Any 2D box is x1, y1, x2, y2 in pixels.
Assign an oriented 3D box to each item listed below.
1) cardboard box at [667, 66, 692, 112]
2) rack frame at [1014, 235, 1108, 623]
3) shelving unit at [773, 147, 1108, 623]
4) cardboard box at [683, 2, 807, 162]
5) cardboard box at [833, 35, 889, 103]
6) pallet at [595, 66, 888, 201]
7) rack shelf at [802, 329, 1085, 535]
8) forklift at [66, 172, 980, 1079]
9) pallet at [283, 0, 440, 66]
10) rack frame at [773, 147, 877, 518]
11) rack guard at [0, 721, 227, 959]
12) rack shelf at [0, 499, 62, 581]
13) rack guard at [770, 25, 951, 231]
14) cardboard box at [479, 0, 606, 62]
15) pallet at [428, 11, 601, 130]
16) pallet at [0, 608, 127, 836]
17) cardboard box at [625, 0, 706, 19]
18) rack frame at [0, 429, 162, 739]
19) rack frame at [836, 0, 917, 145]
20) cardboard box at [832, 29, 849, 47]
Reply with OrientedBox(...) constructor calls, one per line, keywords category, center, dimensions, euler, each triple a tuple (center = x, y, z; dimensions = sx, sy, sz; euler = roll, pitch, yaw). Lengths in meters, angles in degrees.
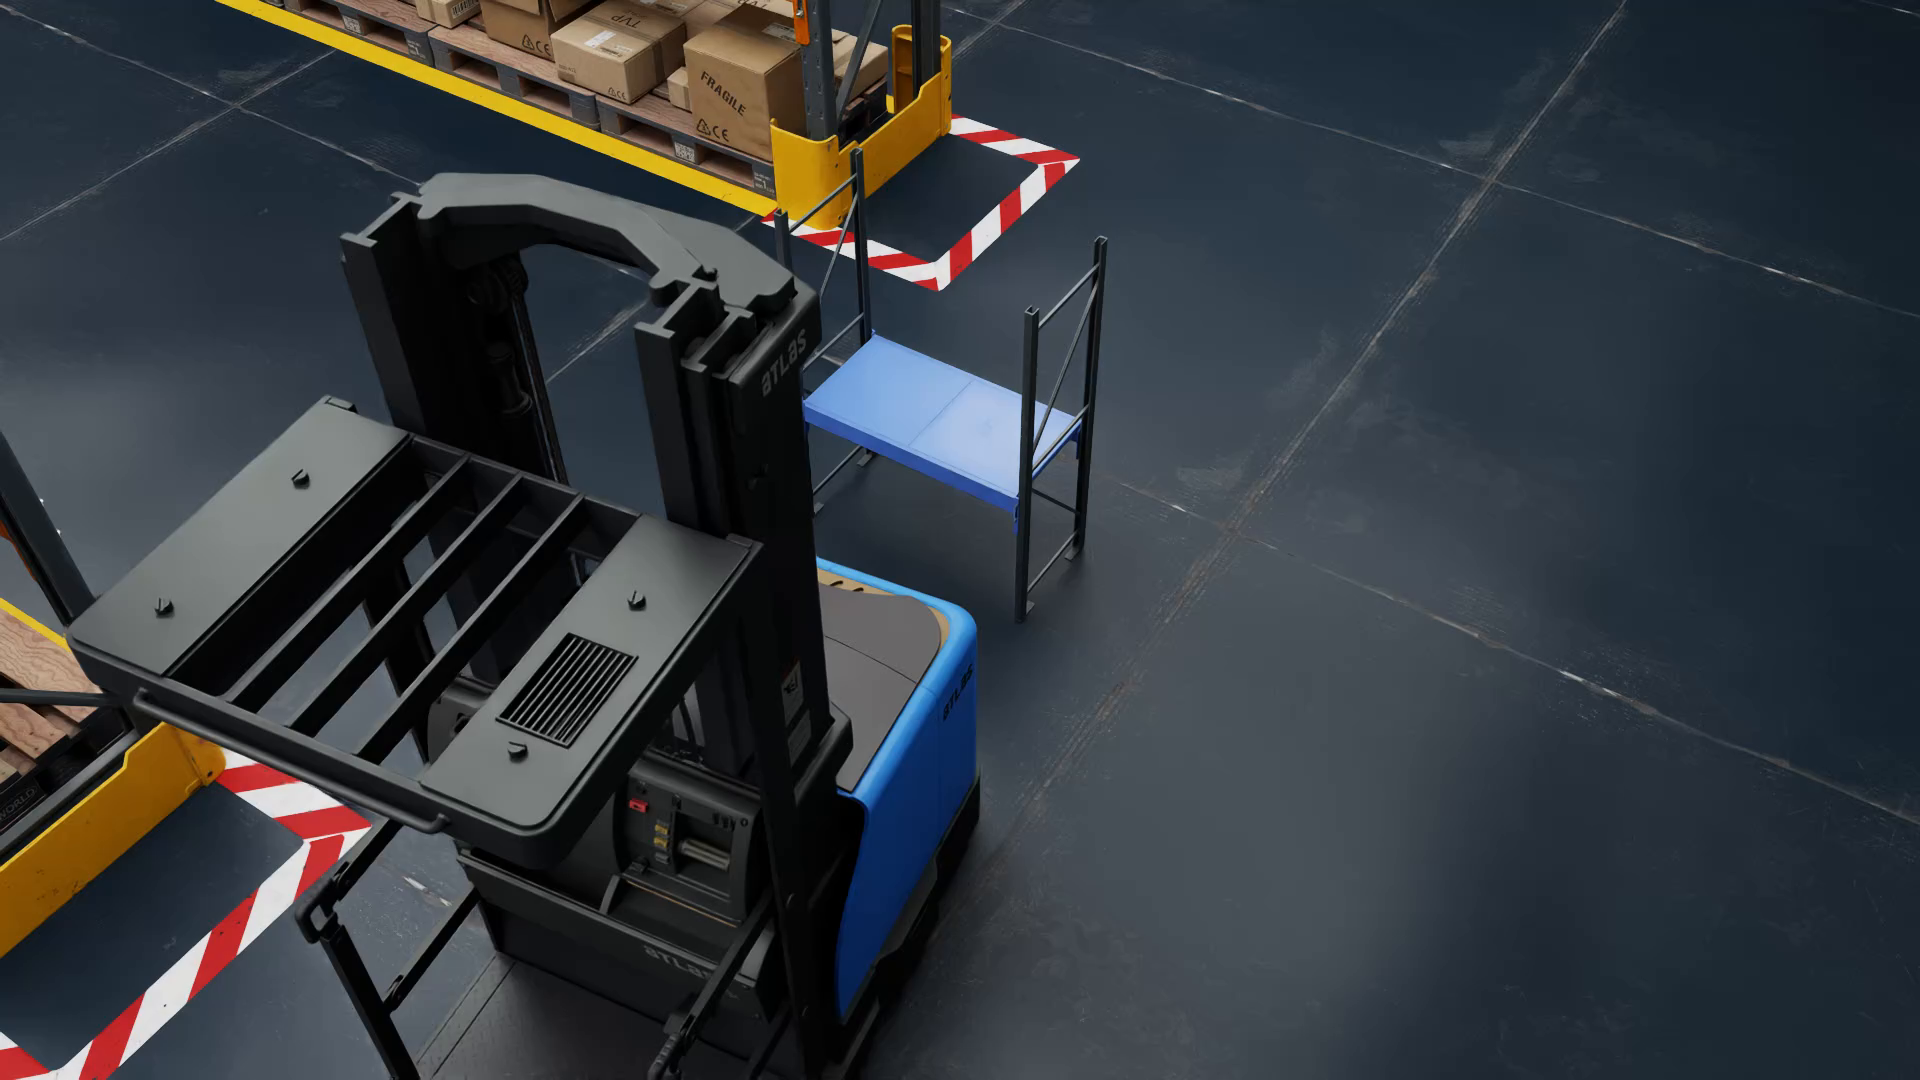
OrientedBox(category="cardboard box", center=(-1.299, -2.389, 8.648), dimensions=(0.250, 0.166, 0.380), euler=(25, 51, 22))
OrientedBox(category="rack frame", center=(0.356, -0.359, 6.053), dimensions=(0.032, 1.500, 0.500), euler=(25, 51, 22))
OrientedBox(category="shelving unit", center=(-0.072, -0.556, 6.244), dimensions=(1.048, 1.500, 0.538), euler=(25, 51, 22))
OrientedBox(category="cardboard box", center=(-1.007, -2.294, 8.324), dimensions=(0.500, 0.500, 0.500), euler=(25, 51, 22))
OrientedBox(category="cardboard box", center=(-0.583, -2.479, 8.749), dimensions=(0.250, 0.149, 0.380), euler=(25, 51, 22))
OrientedBox(category="pallet", center=(-1.152, -2.315, 8.853), dimensions=(1.213, 0.211, 1.003), euler=(25, 51, 22))
OrientedBox(category="rack shelf", center=(-0.072, -0.430, 6.373), dimensions=(1.000, 0.185, 0.538), euler=(25, 51, 22))
OrientedBox(category="forklift", center=(-1.005, 0.761, 3.967), dimensions=(1.130, 2.935, 3.031), euler=(18, 49, 17))
OrientedBox(category="pallet", center=(-3.206, -3.260, 9.771), dimensions=(1.213, 0.211, 1.003), euler=(25, 51, 22))
OrientedBox(category="rack frame", center=(-0.500, -0.753, 6.435), dimensions=(0.032, 1.500, 0.500), euler=(25, 51, 22))
OrientedBox(category="rack guard", center=(-3.067, 0.912, 5.515), dimensions=(0.348, 0.500, 1.175), euler=(25, 51, 22))
OrientedBox(category="rack shelf", center=(-4.777, -0.485, 5.631), dimensions=(4.000, 0.370, 1.077), euler=(25, 51, 22))
OrientedBox(category="rack guard", center=(-0.480, -2.108, 8.450), dimensions=(0.348, 0.500, 1.175), euler=(25, 51, 22))
OrientedBox(category="cardboard box", center=(-2.199, -3.057, 9.063), dimensions=(0.637, 0.503, 0.797), euler=(25, 51, 22))
OrientedBox(category="pallet", center=(-2.175, -2.788, 9.312), dimensions=(1.213, 0.211, 1.003), euler=(25, 51, 22))
OrientedBox(category="pallet", center=(-3.767, 0.668, 5.954), dimensions=(1.213, 0.211, 1.003), euler=(25, 51, 22))
OrientedBox(category="cardboard box", center=(-1.563, -2.914, 9.100), dimensions=(0.500, 0.250, 0.500), euler=(25, 51, 22))
OrientedBox(category="rack frame", center=(-3.094, 0.039, 4.620), dimensions=(0.127, 3.000, 1.000), euler=(25, 51, 22))
OrientedBox(category="rack frame", center=(-0.415, -2.952, 7.527), dimensions=(0.053, 2.616, 0.949), euler=(25, 51, 22))
OrientedBox(category="cardboard box", center=(-0.794, -2.582, 8.836), dimensions=(0.250, 0.166, 0.380), euler=(25, 51, 22))
